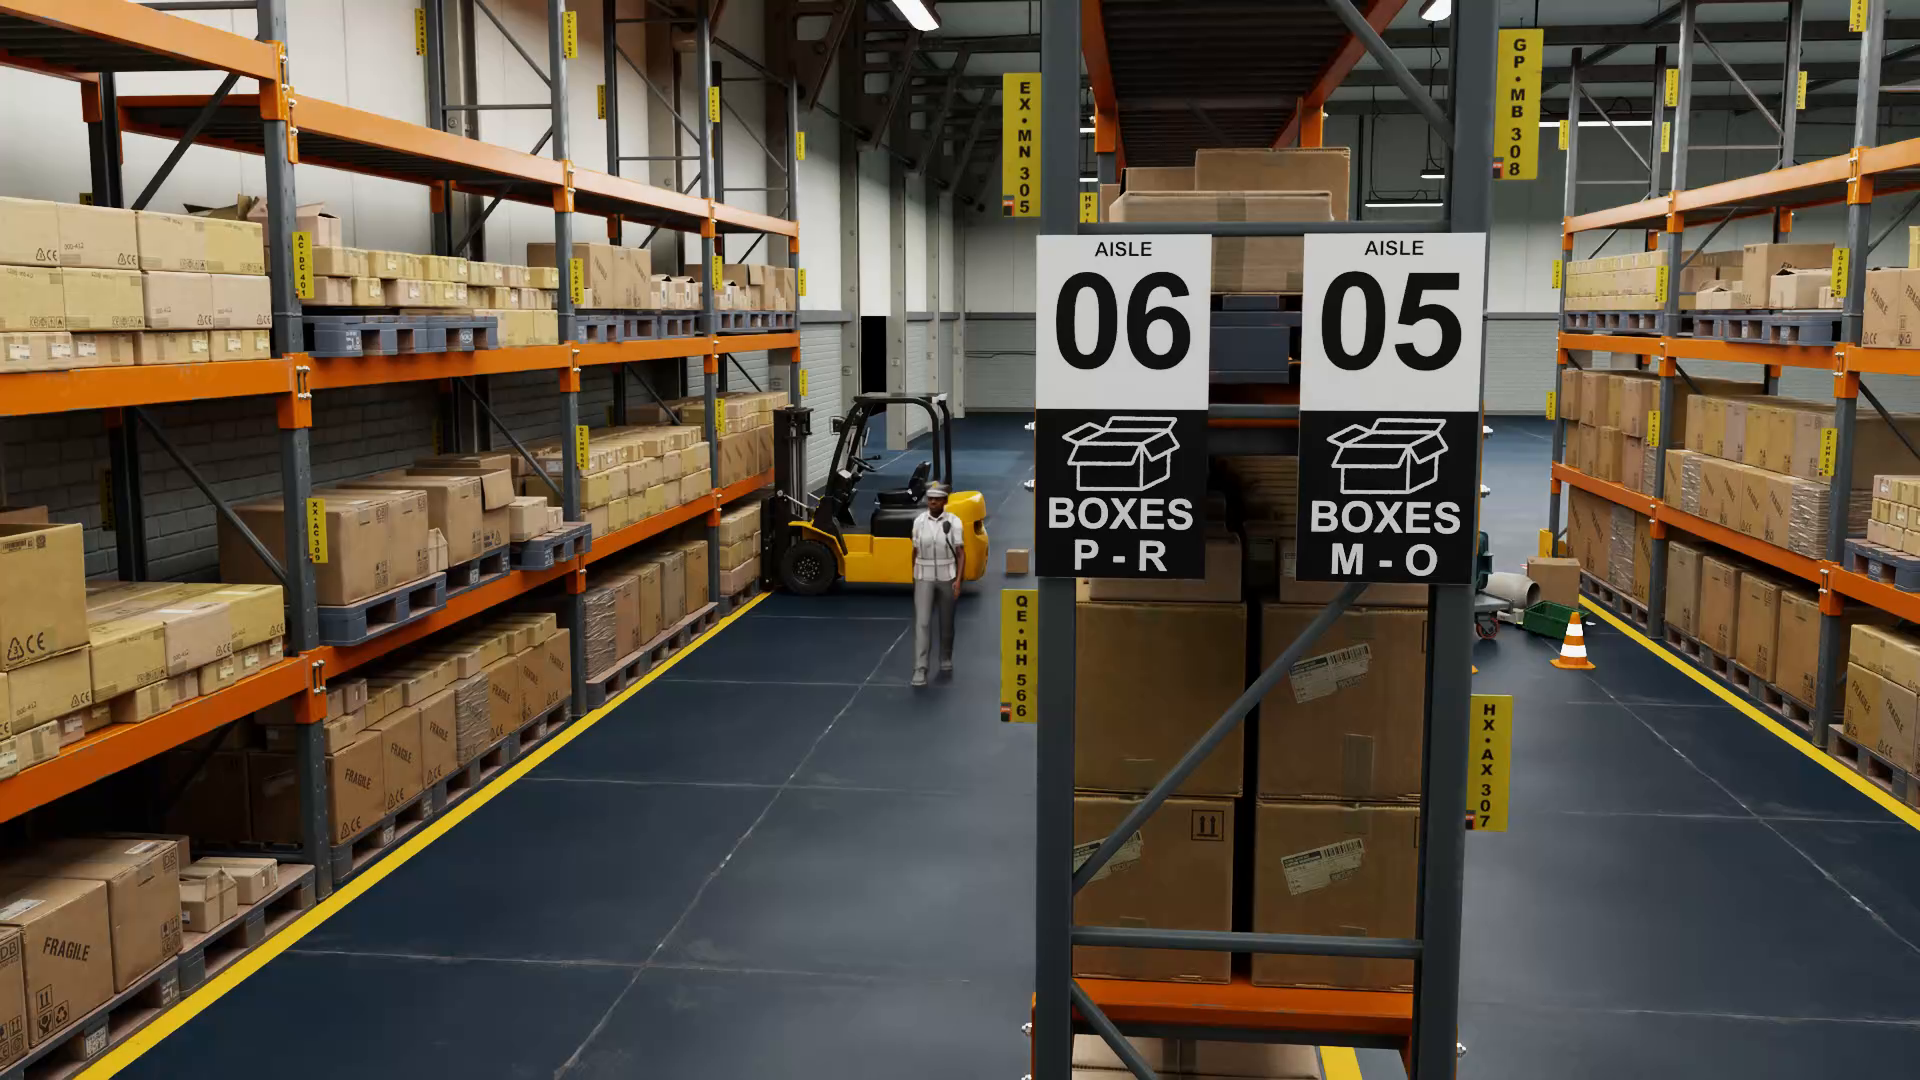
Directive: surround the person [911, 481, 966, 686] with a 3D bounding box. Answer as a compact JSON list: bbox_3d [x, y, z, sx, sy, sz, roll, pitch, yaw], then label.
[{"bbox_3d":[-0.184,0.334,13.620,0.459,1.636,0.988,0,8,4],"label":"person"}]
